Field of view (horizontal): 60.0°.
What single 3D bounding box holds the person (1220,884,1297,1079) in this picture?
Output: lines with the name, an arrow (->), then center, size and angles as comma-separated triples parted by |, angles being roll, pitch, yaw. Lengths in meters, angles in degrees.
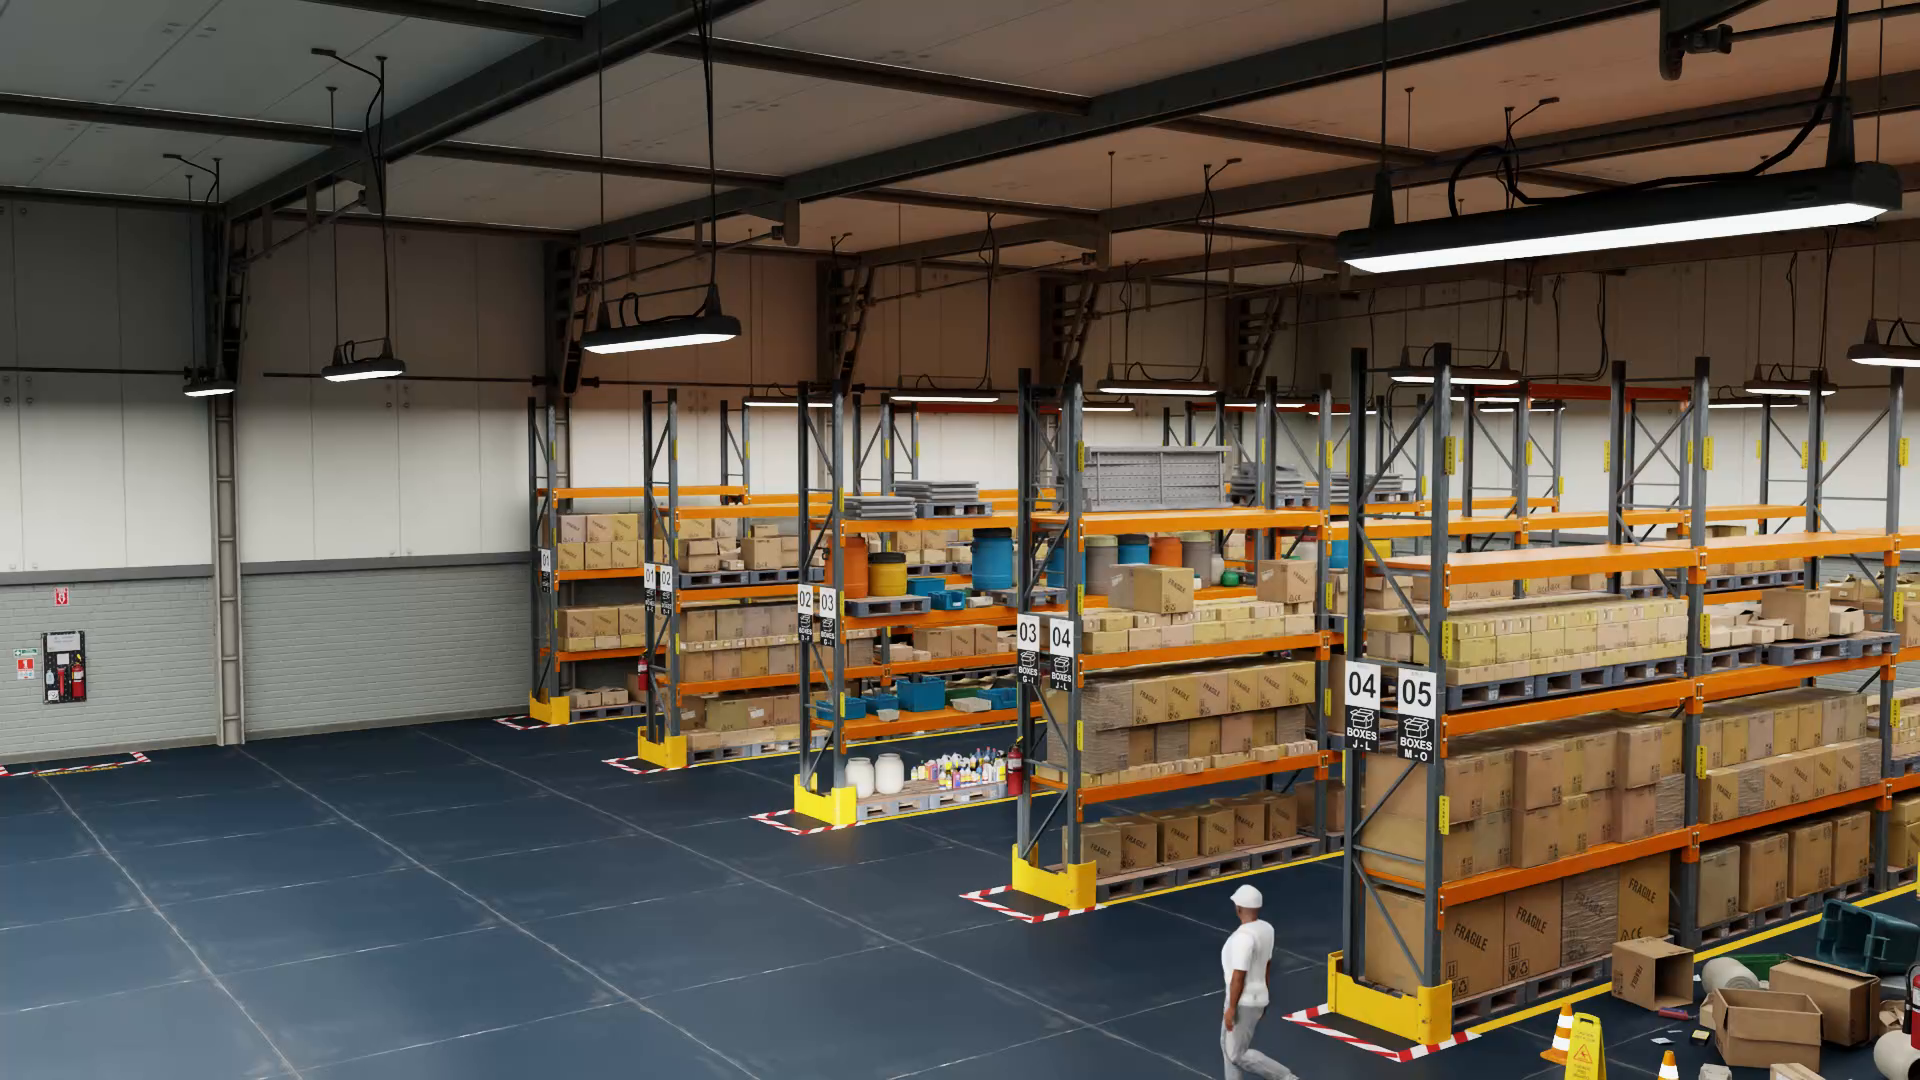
person -> 2.221, 3.517, 12.714 | 0.695, 1.756, 0.506 | 0, 3, 0
